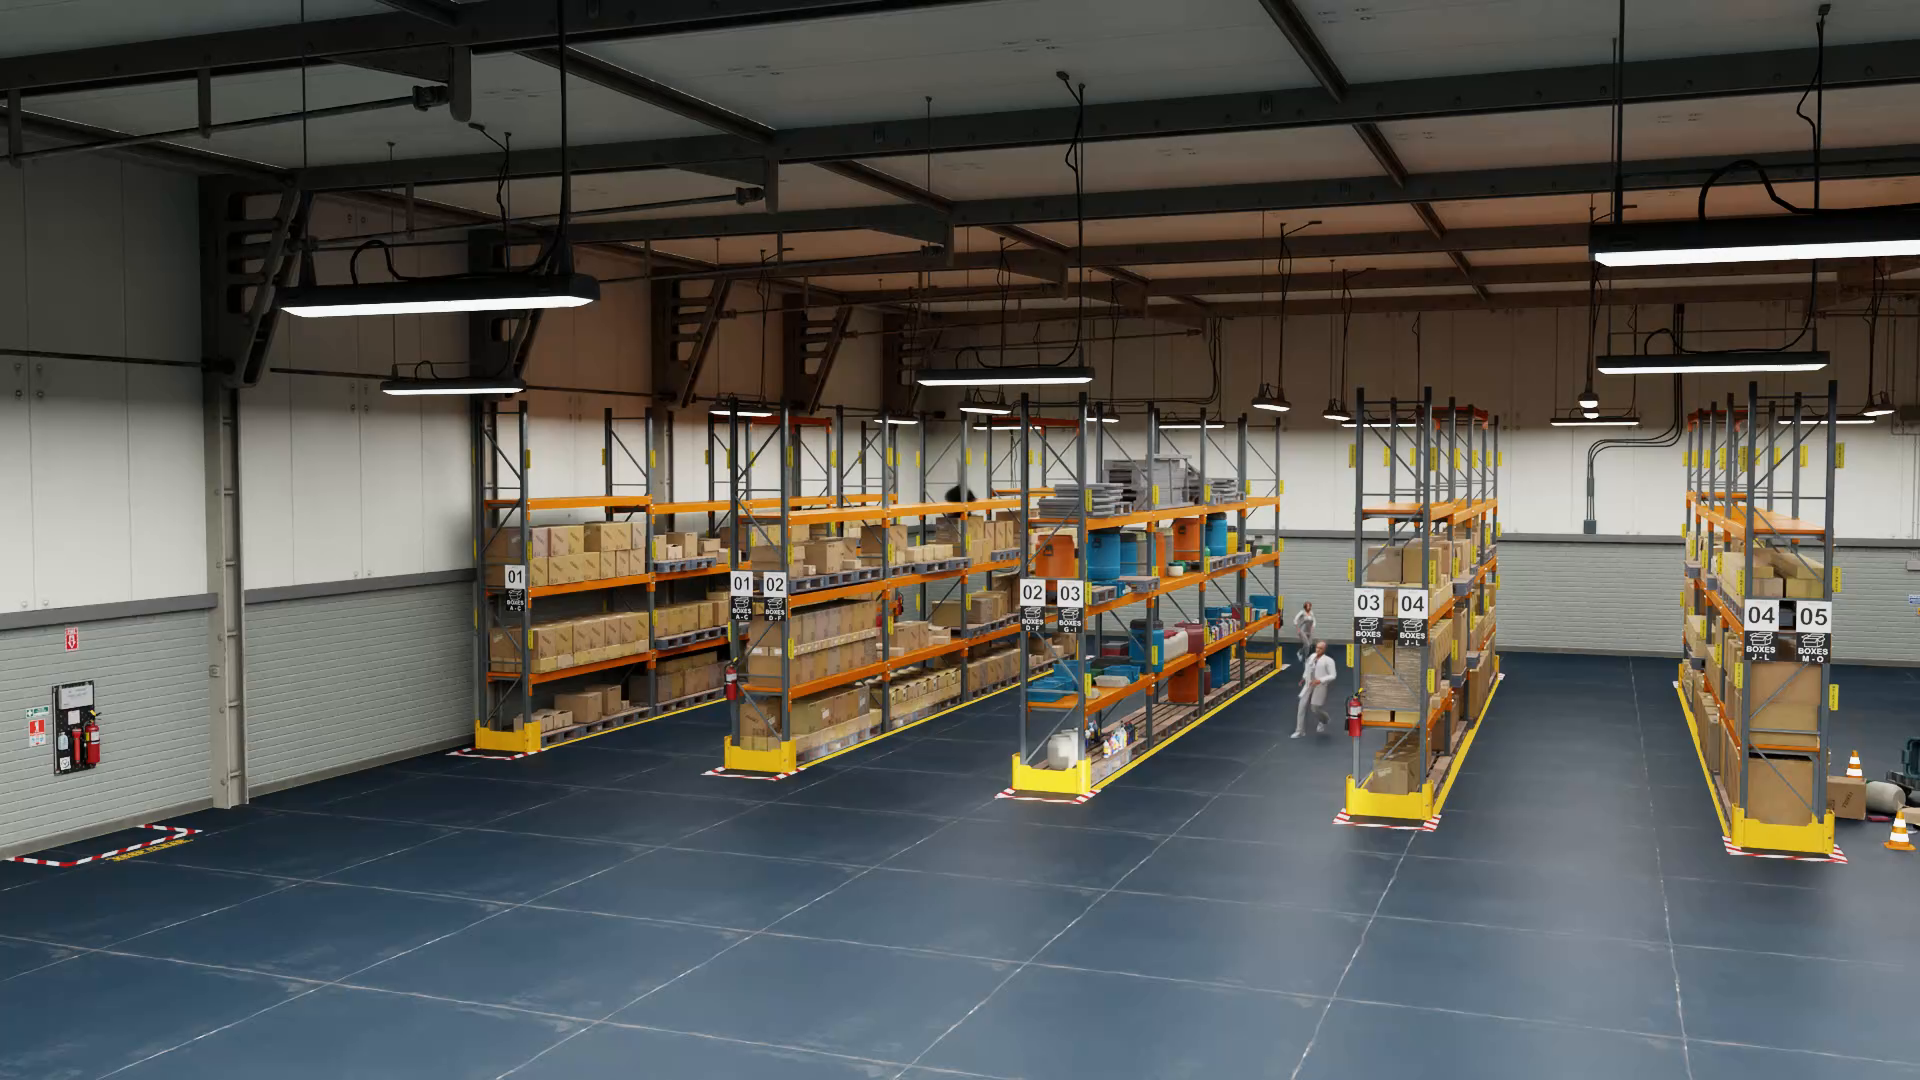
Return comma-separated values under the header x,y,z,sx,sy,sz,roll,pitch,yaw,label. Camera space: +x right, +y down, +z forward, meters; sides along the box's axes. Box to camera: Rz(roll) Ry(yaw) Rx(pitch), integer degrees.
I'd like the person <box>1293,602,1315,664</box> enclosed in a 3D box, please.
x,y,z,sx,sy,sz,roll,pitch,yaw,label
8.342,2.263,40.479,0.549,1.566,0.599,-1,3,-27,person

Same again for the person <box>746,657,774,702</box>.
x,y,z,sx,sy,sz,roll,pitch,yaw,label
-3.778,2.590,32.089,0.687,1.712,0.604,-1,3,-22,person

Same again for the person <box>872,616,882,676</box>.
x,y,z,sx,sy,sz,roll,pitch,yaw,label
-1.980,2.338,38.003,0.679,1.635,0.919,0,3,7,person

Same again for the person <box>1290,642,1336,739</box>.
x,y,z,sx,sy,sz,roll,pitch,yaw,label
6.422,2.676,29.781,0.743,1.736,0.983,3,4,45,person
